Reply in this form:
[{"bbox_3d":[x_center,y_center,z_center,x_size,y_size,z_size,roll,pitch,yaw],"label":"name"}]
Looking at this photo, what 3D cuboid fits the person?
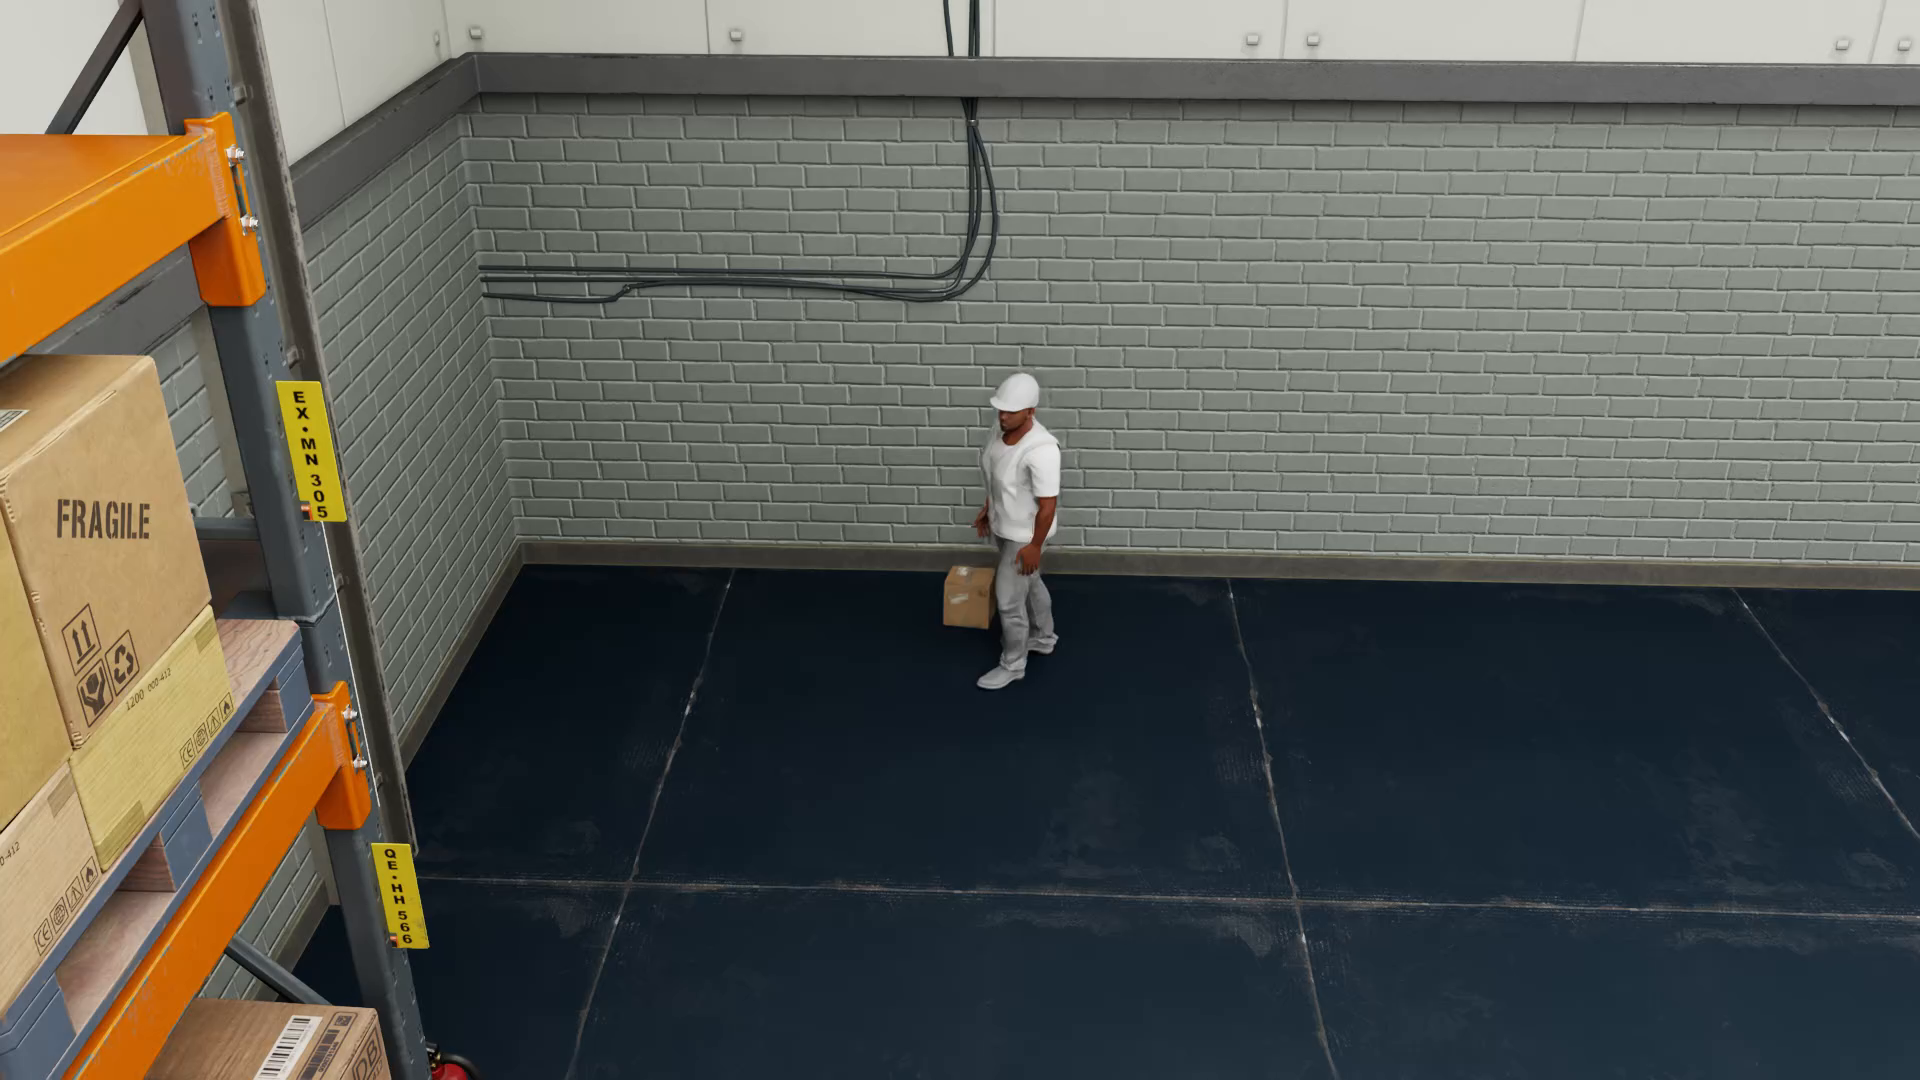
[{"bbox_3d":[0.311,-0.065,8.722,0.558,1.761,0.577,-11,30,-19],"label":"person"}]
